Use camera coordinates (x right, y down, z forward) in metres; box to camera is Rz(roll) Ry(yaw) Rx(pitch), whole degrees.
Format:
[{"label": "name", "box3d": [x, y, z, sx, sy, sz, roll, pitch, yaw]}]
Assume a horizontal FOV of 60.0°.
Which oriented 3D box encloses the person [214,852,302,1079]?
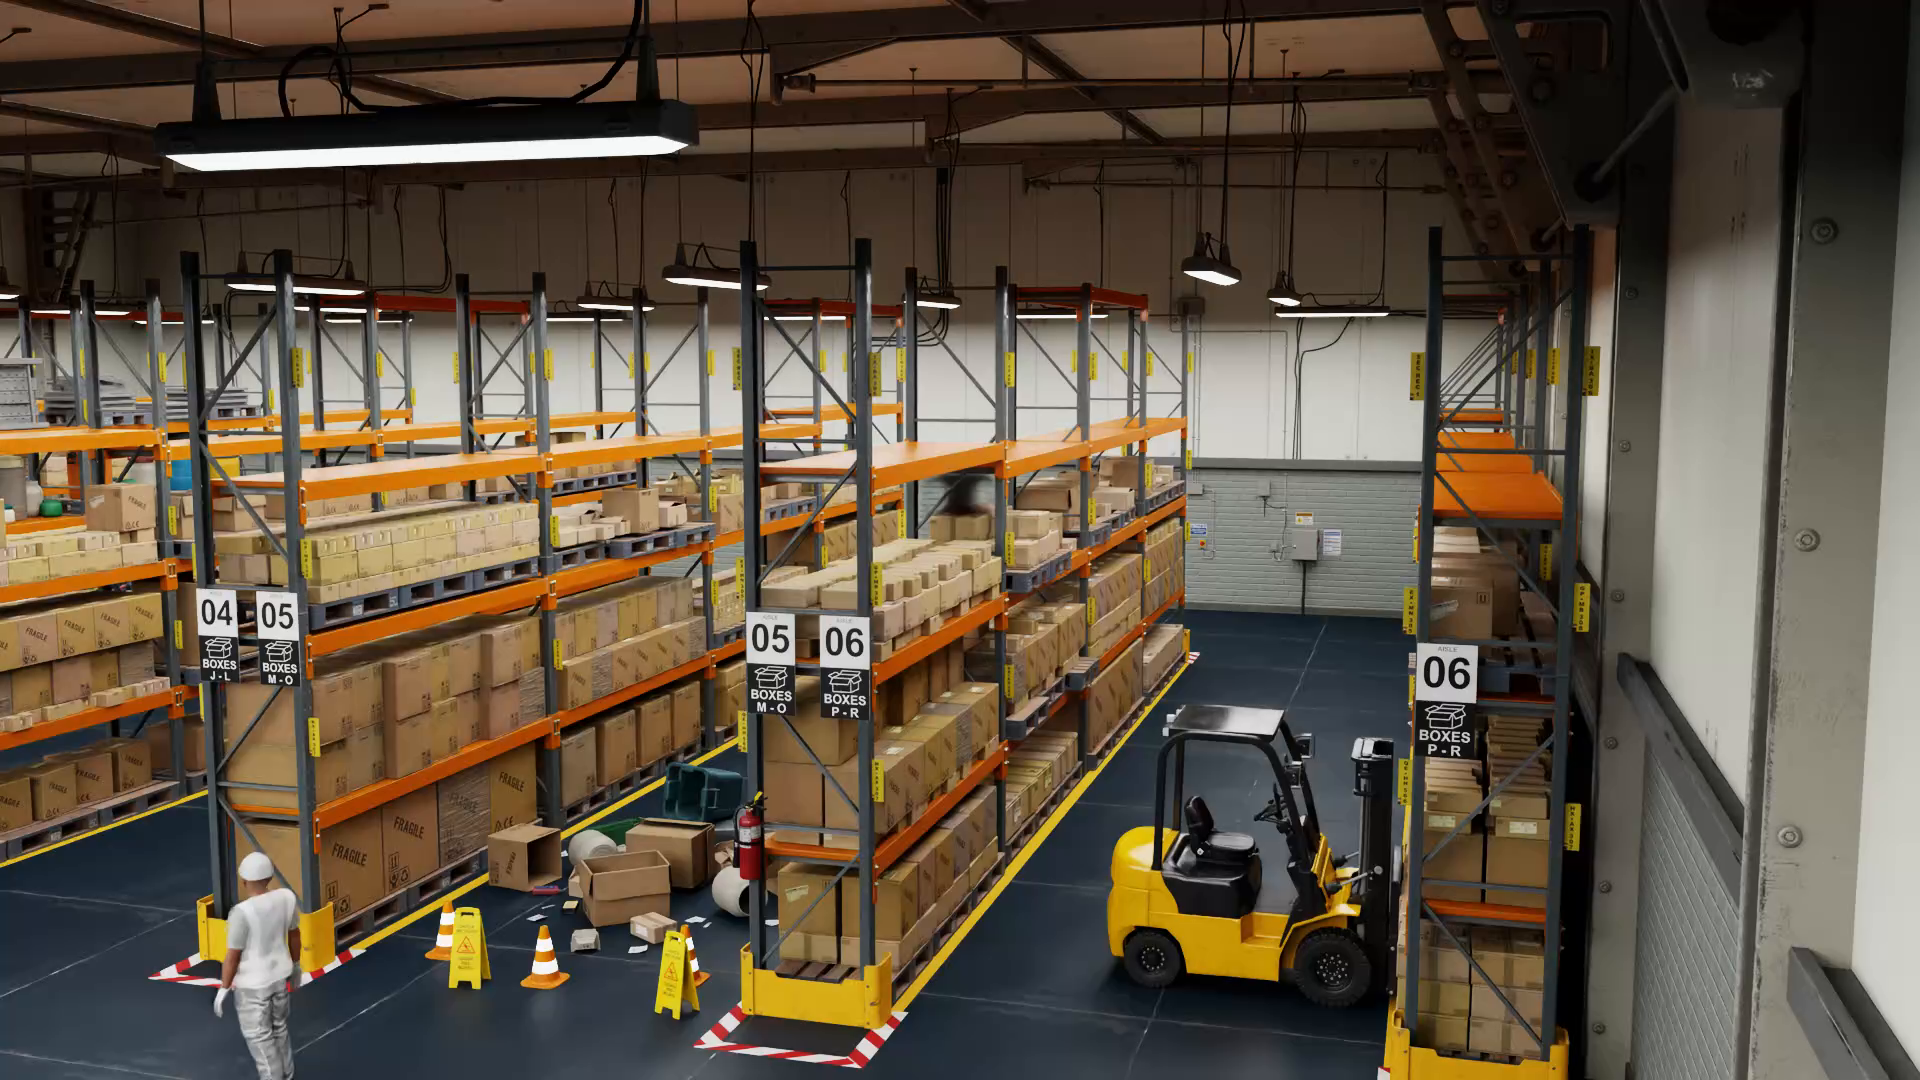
[{"label": "person", "box3d": [-4.763, 3.015, 11.359, 0.387, 1.801, 0.653, 2, 7, 20]}]
